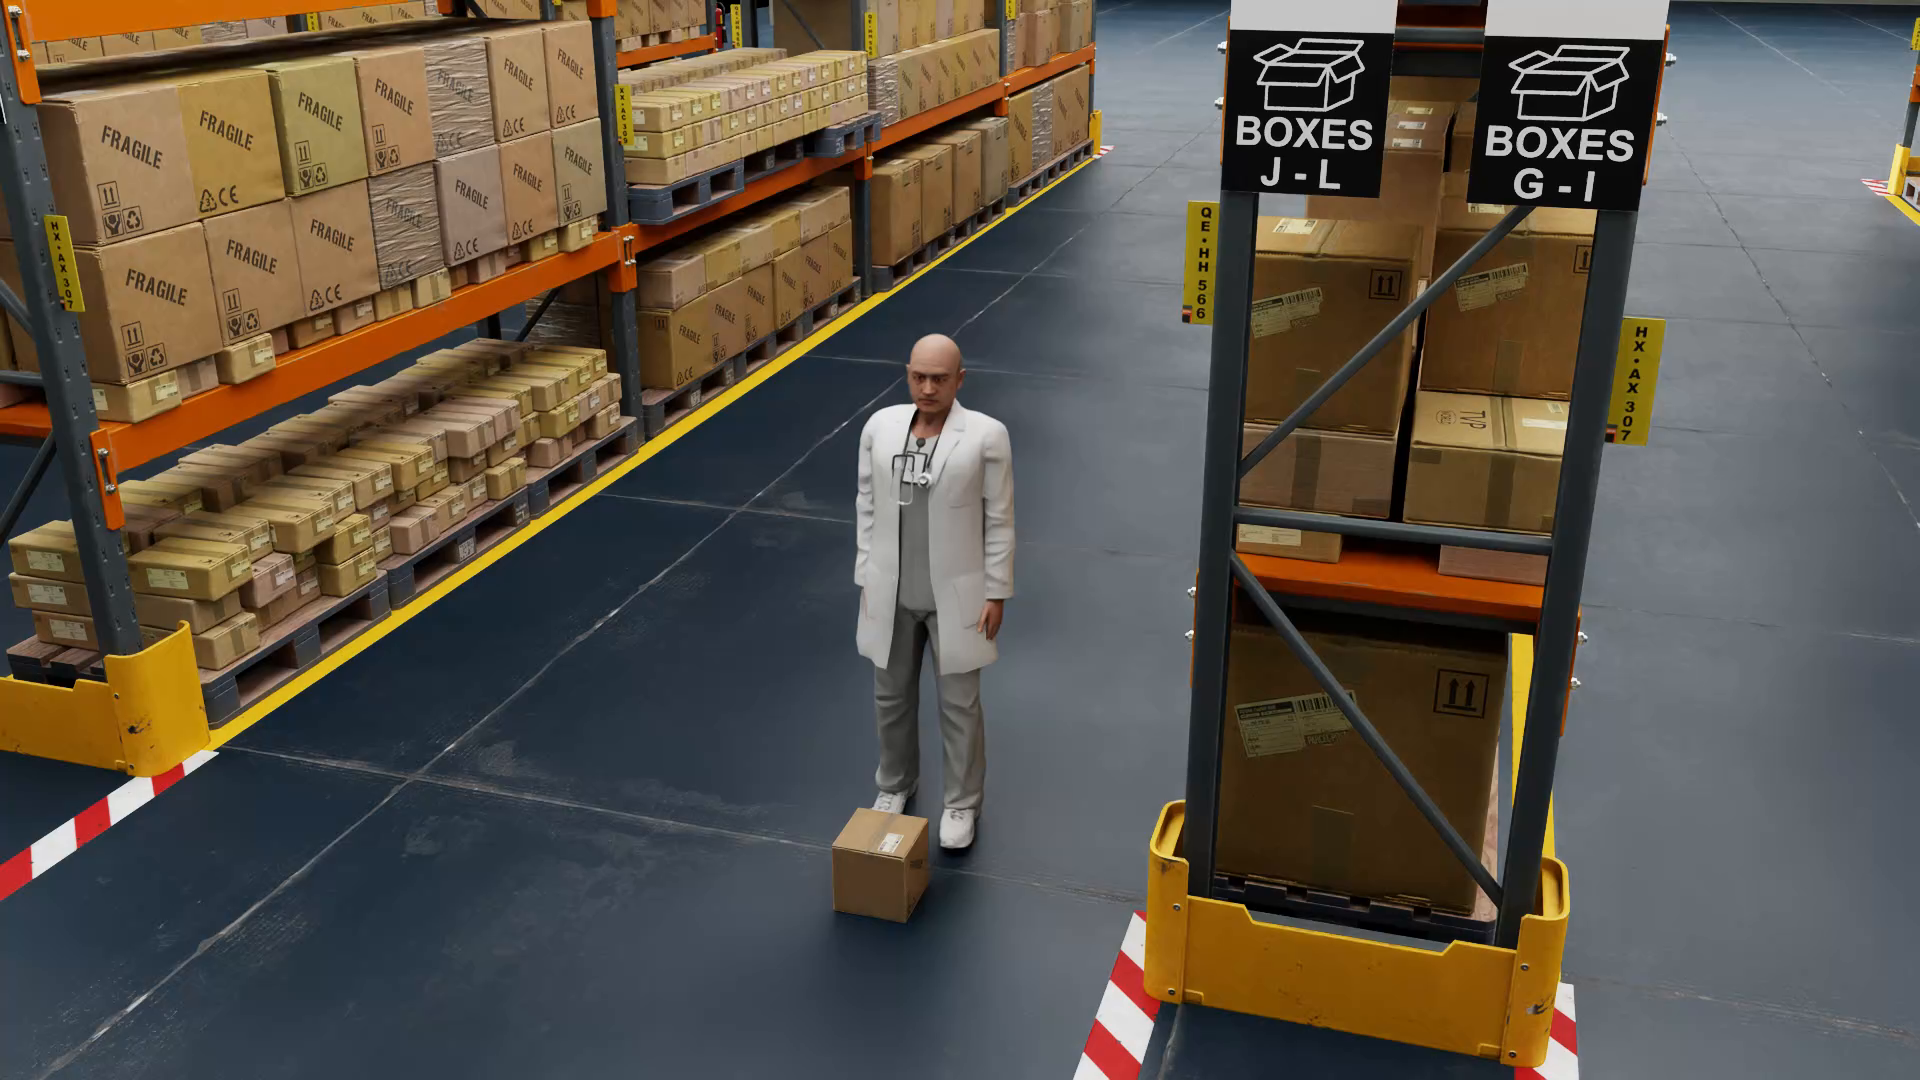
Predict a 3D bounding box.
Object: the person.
[{"bbox_3d":[-0.093,0.200,5.662,0.566,1.818,0.438,7,23,16],"label":"person"}]
